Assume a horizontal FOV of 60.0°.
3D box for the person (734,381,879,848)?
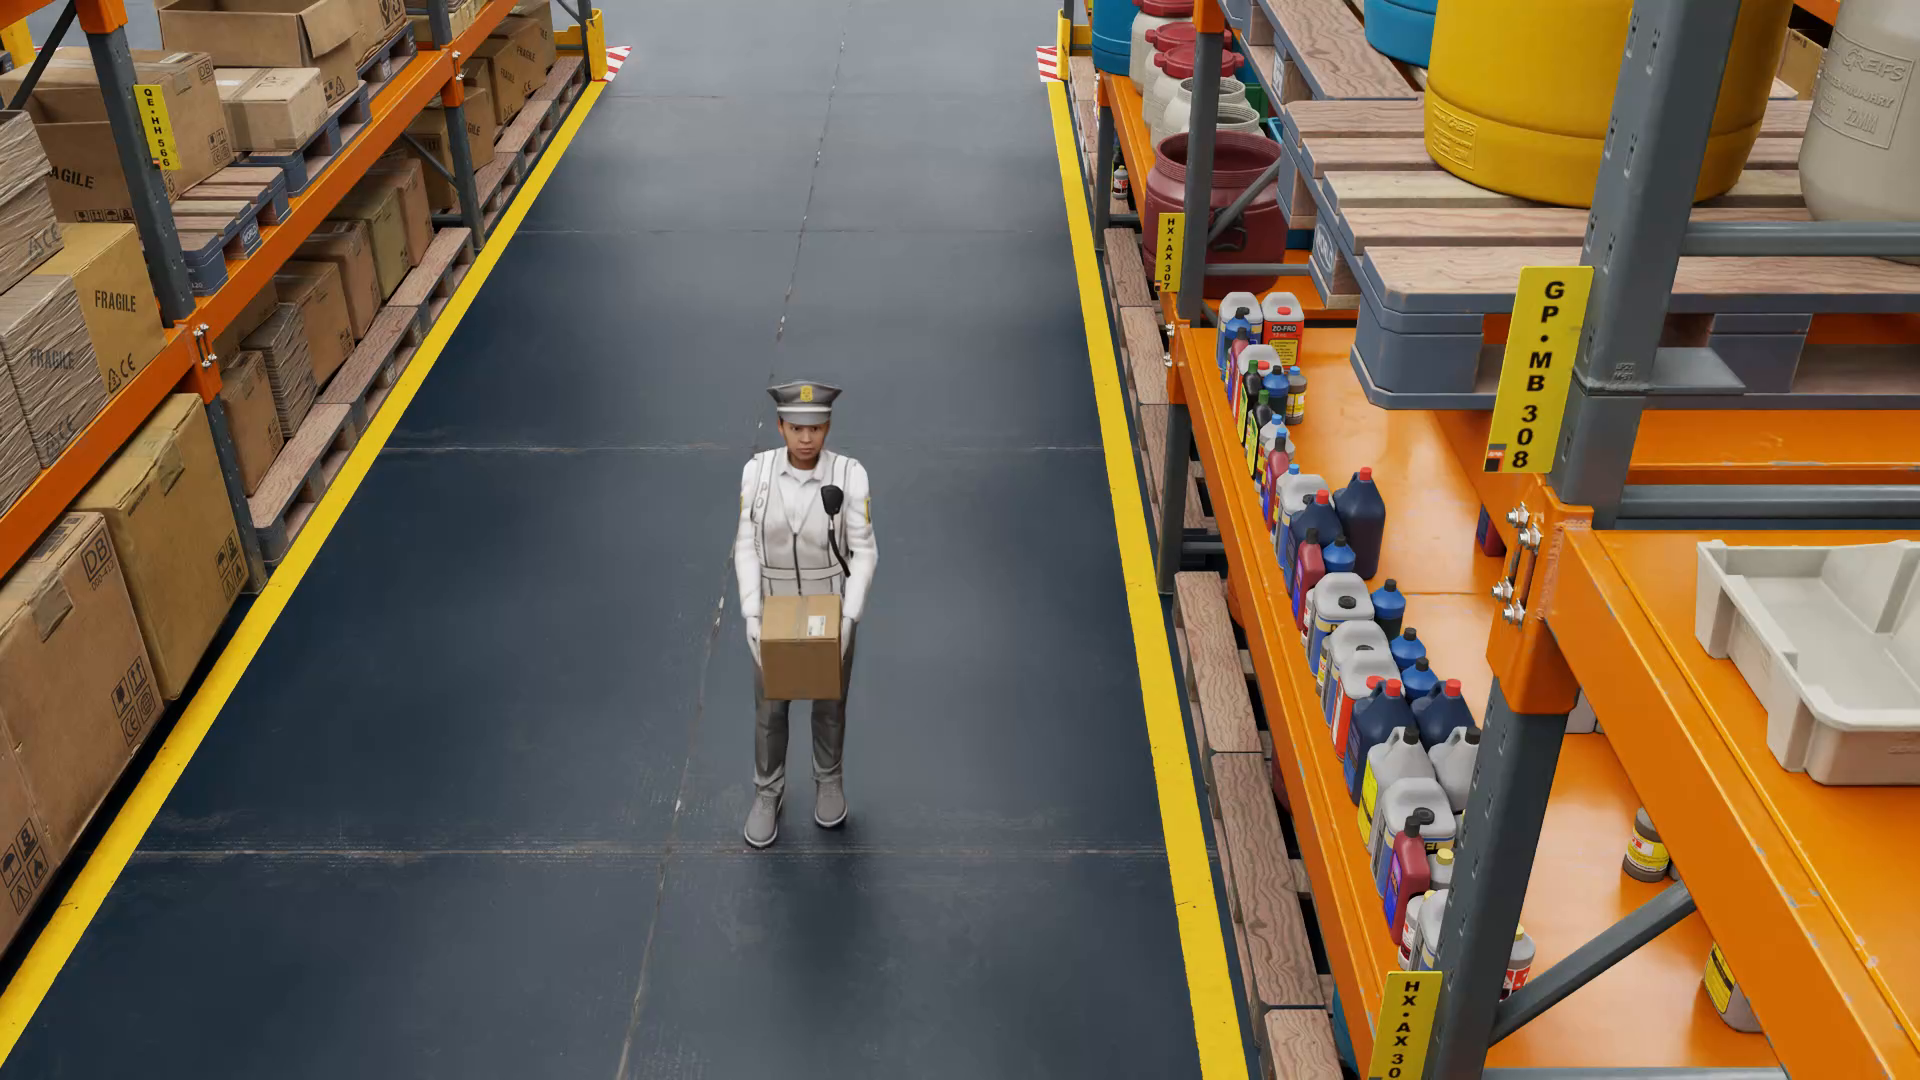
[{"bbox_3d":[-0.531,0.251,5.688,0.490,1.701,0.512,0,32,0],"label":"person"}]
